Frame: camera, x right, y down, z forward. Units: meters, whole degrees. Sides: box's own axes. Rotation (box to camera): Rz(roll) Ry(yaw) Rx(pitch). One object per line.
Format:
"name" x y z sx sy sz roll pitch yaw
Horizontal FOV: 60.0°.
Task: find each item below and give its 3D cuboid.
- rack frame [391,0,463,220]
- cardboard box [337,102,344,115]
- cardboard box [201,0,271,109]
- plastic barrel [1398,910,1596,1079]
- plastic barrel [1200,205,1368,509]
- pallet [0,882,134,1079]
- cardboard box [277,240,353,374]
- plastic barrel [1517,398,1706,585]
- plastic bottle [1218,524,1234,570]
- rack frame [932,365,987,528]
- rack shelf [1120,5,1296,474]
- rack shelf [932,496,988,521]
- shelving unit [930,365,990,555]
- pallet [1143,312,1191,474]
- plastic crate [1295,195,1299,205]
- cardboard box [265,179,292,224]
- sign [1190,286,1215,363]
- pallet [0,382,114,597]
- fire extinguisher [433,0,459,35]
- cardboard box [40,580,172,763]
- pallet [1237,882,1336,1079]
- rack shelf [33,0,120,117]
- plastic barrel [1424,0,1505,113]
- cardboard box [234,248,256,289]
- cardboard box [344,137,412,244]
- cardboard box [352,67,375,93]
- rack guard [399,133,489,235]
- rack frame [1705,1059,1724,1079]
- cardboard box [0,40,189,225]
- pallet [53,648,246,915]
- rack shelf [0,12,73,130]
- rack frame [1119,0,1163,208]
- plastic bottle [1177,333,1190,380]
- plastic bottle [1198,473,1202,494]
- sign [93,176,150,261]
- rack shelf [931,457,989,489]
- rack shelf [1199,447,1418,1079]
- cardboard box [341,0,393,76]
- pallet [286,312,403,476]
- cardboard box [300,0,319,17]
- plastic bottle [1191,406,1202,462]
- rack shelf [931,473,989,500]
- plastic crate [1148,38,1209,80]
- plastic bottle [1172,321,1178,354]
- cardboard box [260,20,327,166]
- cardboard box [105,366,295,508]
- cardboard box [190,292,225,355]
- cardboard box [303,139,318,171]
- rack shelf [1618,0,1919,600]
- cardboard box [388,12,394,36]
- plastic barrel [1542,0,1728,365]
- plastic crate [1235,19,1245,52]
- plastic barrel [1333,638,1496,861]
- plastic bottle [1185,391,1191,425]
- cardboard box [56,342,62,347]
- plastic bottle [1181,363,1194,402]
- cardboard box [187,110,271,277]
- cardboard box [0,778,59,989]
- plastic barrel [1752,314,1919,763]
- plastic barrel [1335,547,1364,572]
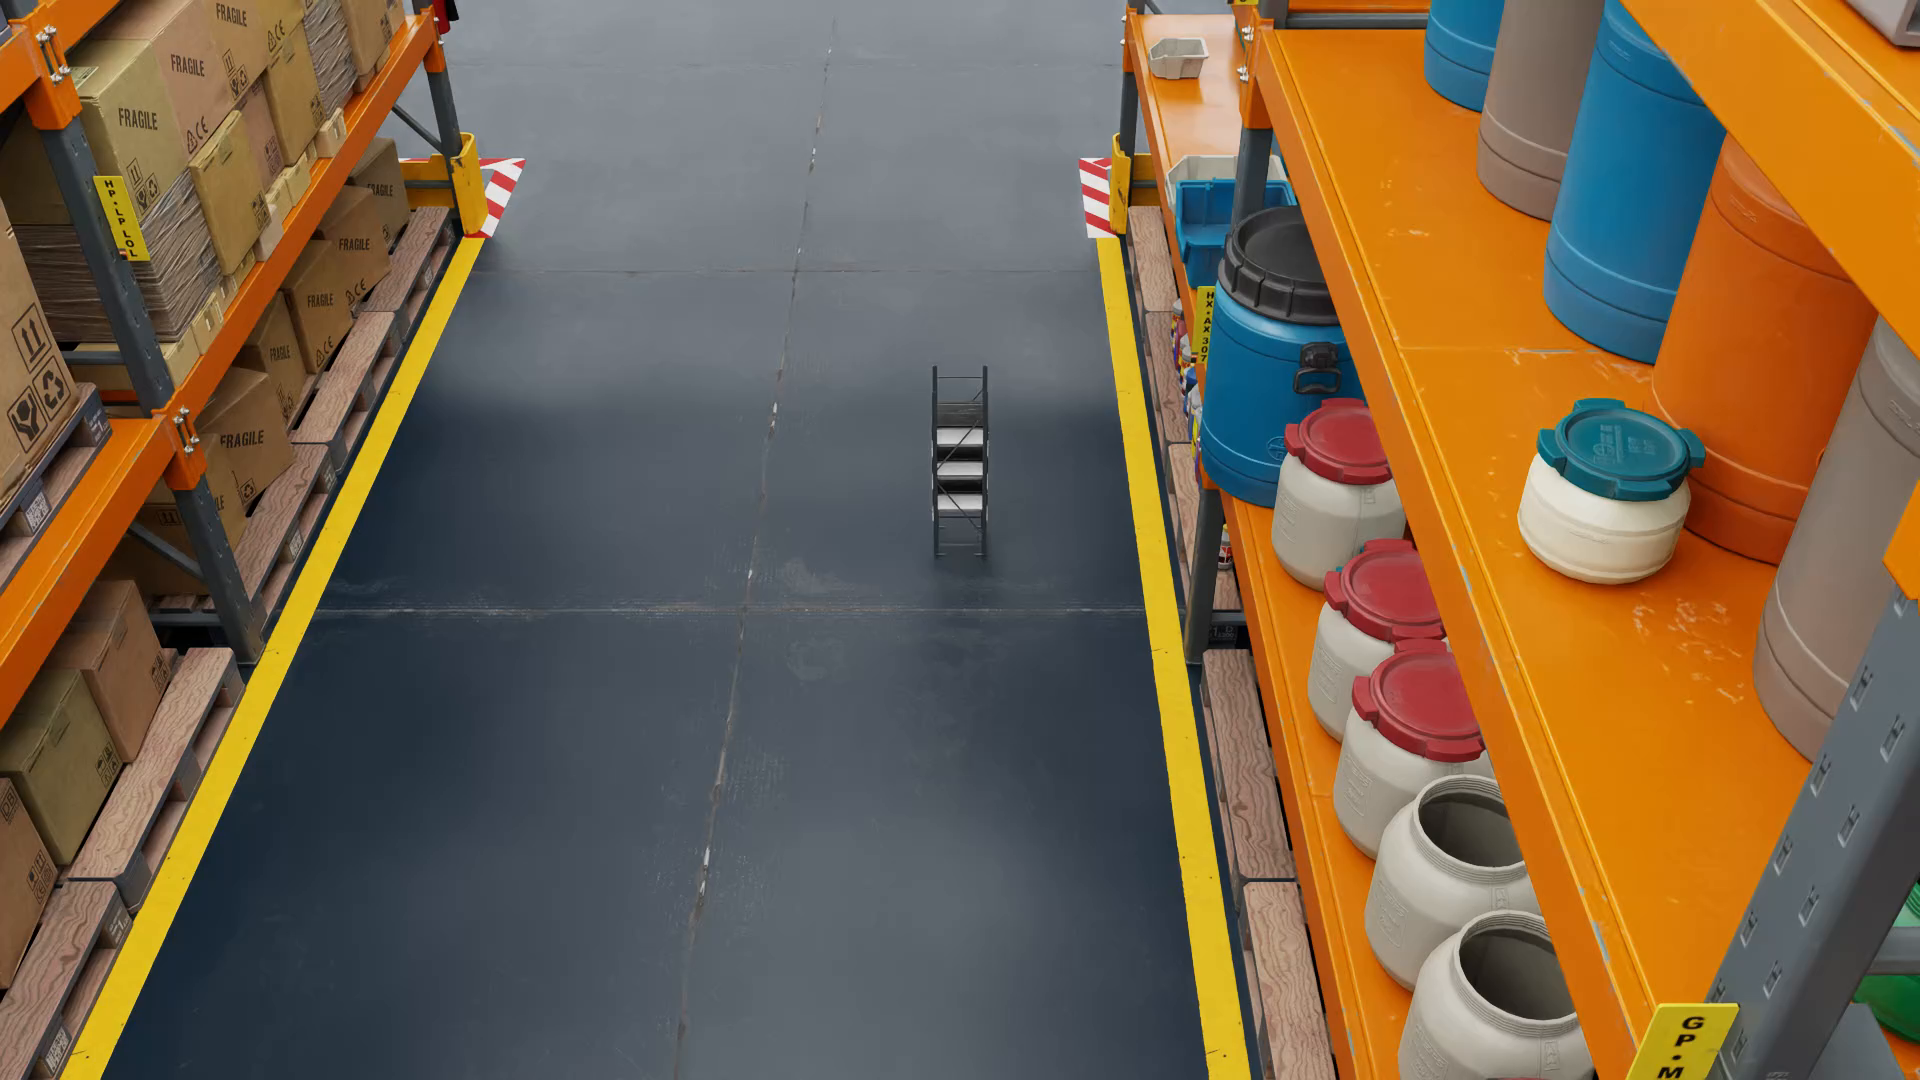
"rack frame" -3.497 -3.172 9.309 1.000 3.000 0.127 0 39 0
"cardboard box" -3.272 -2.114 8.190 0.380 0.149 0.250 0 39 0
"cardboard box" -3.241 -2.123 6.883 0.500 0.500 0.500 0 39 0
"plastic barrel" 1.251 1.141 3.839 0.421 0.512 0.421 0 39 0
"plastic barrel" 1.158 -0.628 5.734 0.600 0.901 0.708 0 39 0
"pallet" -3.486 1.670 5.498 1.003 0.211 1.213 0 39 0
"cardboard box" -3.496 -1.204 8.517 0.500 0.500 0.500 3 39 4
"plastic barrel" 1.230 -0.084 3.168 0.301 0.262 0.301 0 39 0
"plastic bottle" 1.149 0.020 7.213 0.097 0.201 0.097 0 39 0
"rack frame" 0.000 -0.410 7.542 0.240 0.900 0.006 0 39 0
"rack shelf" 1.458 -1.644 7.978 1.077 0.370 4.000 0 39 0
"rack shelf" 0.000 -0.180 7.596 0.258 0.077 0.200 0 39 0
"shelving unit" 0.000 -0.346 7.462 0.258 0.900 0.210 0 39 0
"pallet" 1.497 -0.771 8.543 1.003 0.211 1.213 0 39 0
"plastic crate" 1.741 -1.440 7.318 0.450 0.188 0.662 0 39 0
"cardboard box" -3.218 -1.489 7.410 0.380 0.149 0.250 0 39 0
"sign" 0.911 -0.788 6.114 0.100 0.325 0.005 0 39 0
"pallet" -3.637 -0.117 5.651 1.003 0.211 1.213 0 39 0
"fire extinguisher" -3.036 -3.213 9.423 0.296 0.674 0.183 0 39 0
"cardboard box" -3.513 0.517 6.353 0.700 0.500 0.500 -3 39 -4
"pallet" 1.505 1.670 5.497 1.003 0.211 1.213 0 39 0
"rack shelf" -3.495 -2.811 7.035 1.077 0.370 4.000 0 39 0
"plastic barrel" 1.678 -1.722 4.701 0.600 0.901 0.708 0 39 0
"cardboard box" -3.217 -1.176 7.020 0.380 0.149 0.250 0 39 0
"cardboard box" -3.513 -1.970 9.472 0.500 0.500 0.500 7 39 8
"cardboard box" -3.254 -2.427 8.580 0.380 0.149 0.250 0 39 0
"rack guard" -3.497 -2.149 10.032 1.175 0.500 0.348 0 39 0
"rack frame" 1.465 1.827 3.071 1.000 3.000 0.127 0 39 0
"cardboard box" -3.239 -1.497 6.102 0.500 0.500 0.500 0 39 0
"pallet" -3.490 0.905 6.452 1.003 0.211 1.213 0 39 0
"rack shelf" -3.490 -0.309 3.914 1.077 0.370 4.000 0 39 0
"rack frame" 1.456 -3.175 9.314 1.000 3.000 0.127 0 39 0
"plastic bottle" 1.147 -0.934 8.347 0.097 0.271 0.097 0 39 0
"plastic bottle" 1.171 -0.334 7.535 0.144 0.351 0.185 -2 39 -2
"sign" -2.937 -1.125 5.829 0.100 0.325 0.005 0 39 0
"rack shelf" 0.000 -0.320 7.483 0.258 0.077 0.200 0 39 0
"rack shelf" 1.463 0.857 4.857 1.077 0.370 4.000 0 39 0
"cardboard box" -3.403 -2.670 8.366 0.875 0.500 0.500 0 39 0
"pallet" -3.533 -0.767 8.538 1.003 0.211 1.213 0 39 0
"cardboard box" -3.245 -2.748 7.663 0.500 0.500 0.500 0 39 0
"plastic bottle" 1.171 -0.536 7.787 0.144 0.351 0.185 0 39 0
"rack shelf" 0.000 -0.250 7.539 0.258 0.077 0.200 0 39 0
"plastic crate" 1.135 -2.513 8.698 0.298 0.136 0.250 0 39 0
"plastic bottle" 1.147 -1.056 8.555 0.097 0.201 0.097 0 39 0
"cardboard box" -3.457 -2.045 7.585 0.875 0.500 0.500 0 39 0
"cardboard box" -3.461 -0.467 7.597 0.500 0.500 0.500 12 40 14
"cardboard box" -3.179 -0.863 6.630 0.380 0.149 0.250 0 39 0
"cardboard box" -3.253 -1.801 7.800 0.380 0.149 0.250 0 39 0
"rack shelf" 1.463 -1.327 3.106 1.077 0.370 4.000 0 39 0
"cardboard box" -3.290 -2.739 8.970 0.380 0.149 0.250 0 39 0
"plastic barrel" 1.680 -0.904 3.680 0.600 0.901 0.708 0 39 0
"plastic crate" 1.756 -2.805 8.970 0.499 0.251 0.616 0 39 0
"plastic barrel" 1.244 0.601 4.493 0.433 0.535 0.433 0 39 0
"plastic bottle" 1.147 -0.654 8.053 0.097 0.201 0.097 0 39 0
"cardboard box" -3.777 -0.863 6.629 0.380 0.149 0.250 0 39 0
"plastic bottle" 1.147 -0.782 8.213 0.097 0.201 0.097 0 39 0
"cardboard box" -3.396 -1.420 6.805 0.875 0.500 0.500 0 39 0
"cardboard box" -3.530 1.166 5.544 0.700 0.500 0.500 -3 39 -4
"plastic barrel" 1.681 -0.052 2.617 0.600 0.901 0.600 0 39 0
"plastic barrel" 1.309 0.208 5.203 0.301 0.262 0.301 0 39 0
